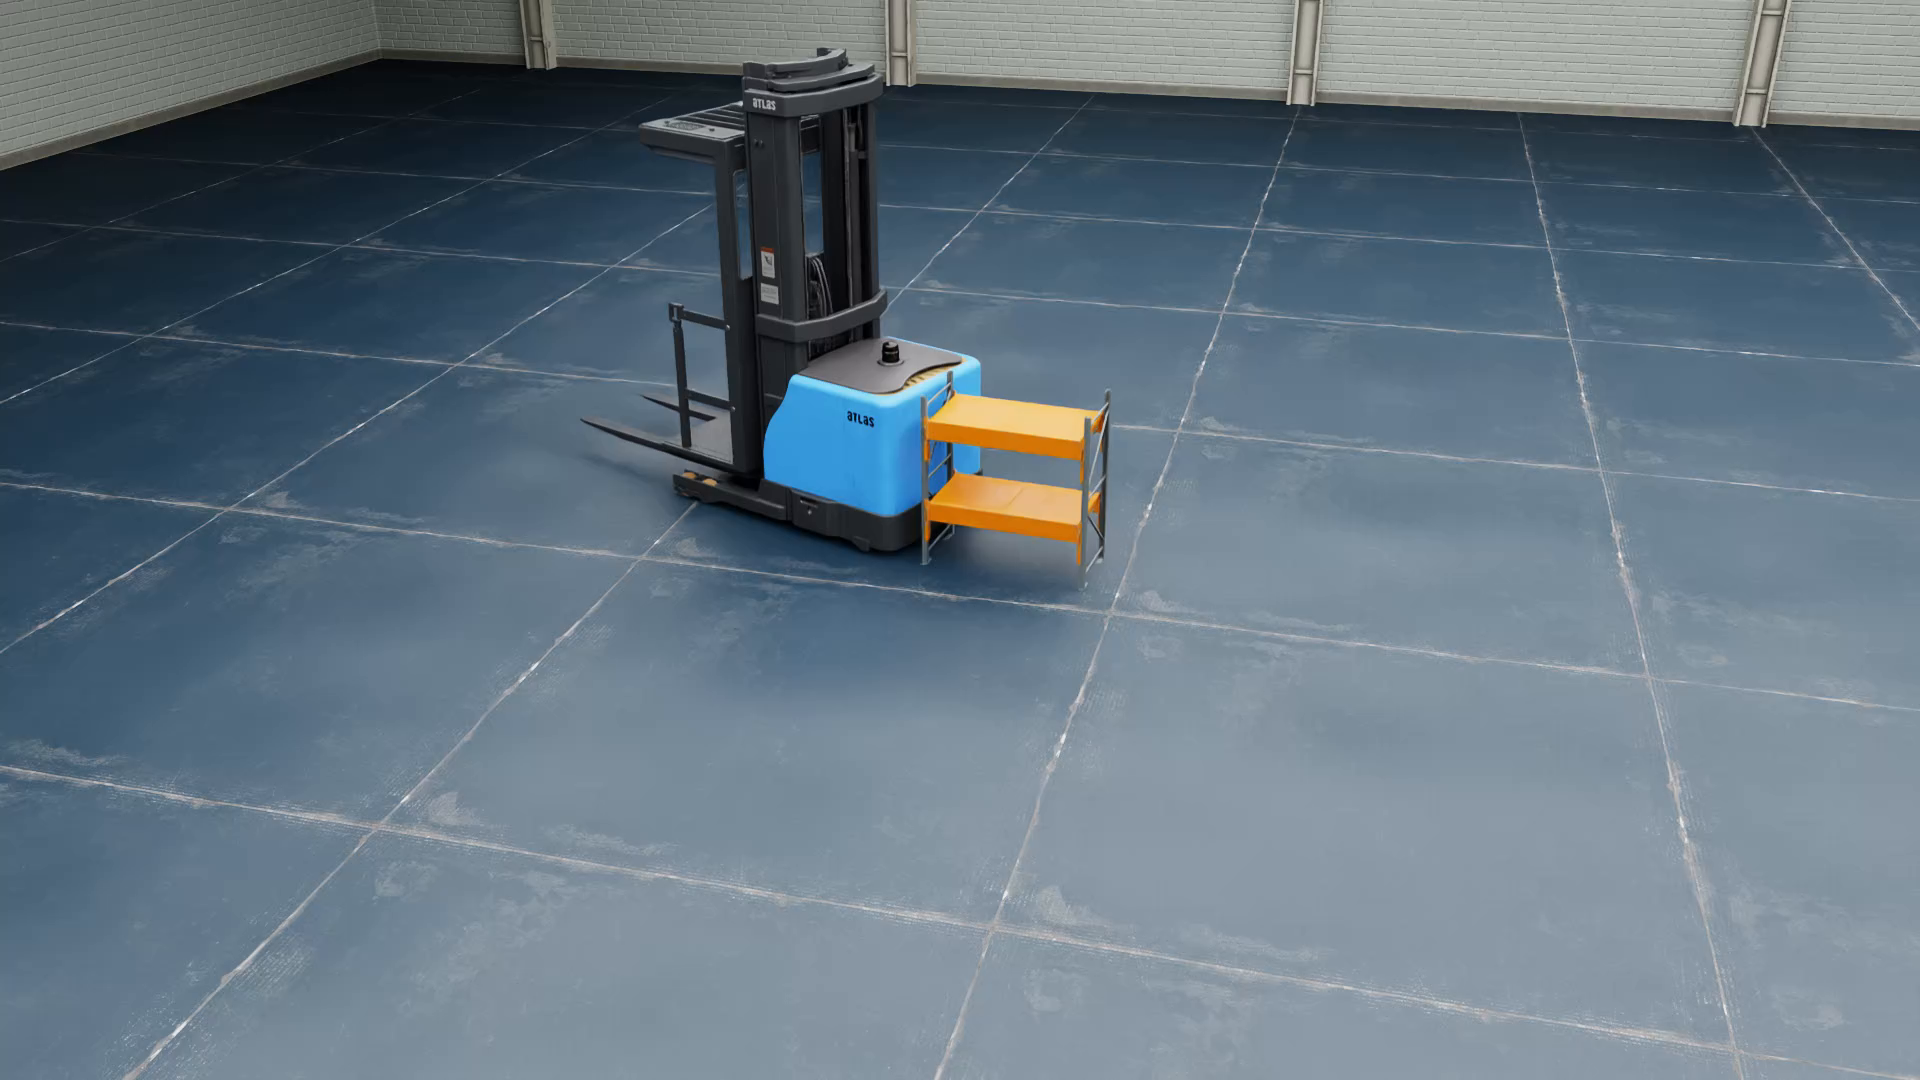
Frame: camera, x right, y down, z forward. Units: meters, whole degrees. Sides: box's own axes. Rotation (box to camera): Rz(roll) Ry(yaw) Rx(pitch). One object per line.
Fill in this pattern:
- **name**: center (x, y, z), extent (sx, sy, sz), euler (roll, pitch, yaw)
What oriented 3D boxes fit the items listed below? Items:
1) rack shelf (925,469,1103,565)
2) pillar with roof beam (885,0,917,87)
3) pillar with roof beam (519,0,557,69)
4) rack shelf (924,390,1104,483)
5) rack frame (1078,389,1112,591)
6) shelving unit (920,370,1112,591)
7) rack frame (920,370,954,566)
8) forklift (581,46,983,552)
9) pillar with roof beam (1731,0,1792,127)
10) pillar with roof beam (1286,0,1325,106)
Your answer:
- **rack shelf**: center (0.340, -0.152, 10.330), extent (1.000, 0.278, 0.538), euler (9, 27, 18)
- **pillar with roof beam**: center (-1.965, -9.212, 19.632), extent (0.400, 9.000, 9.100), euler (6, 26, 13)
- **pillar with roof beam**: center (-7.776, -9.855, 20.981), extent (0.400, 9.000, 9.100), euler (6, 26, 13)
- **rack shelf**: center (0.340, -0.637, 10.099), extent (1.000, 0.278, 0.538), euler (9, 27, 18)
- **rack frame**: center (0.818, -0.299, 10.069), extent (0.032, 1.125, 0.500), euler (9, 27, 18)
- **shelving unit**: center (0.340, -0.373, 10.225), extent (1.048, 1.125, 0.538), euler (9, 27, 18)
- **rack frame**: center (-0.138, -0.447, 10.381), extent (0.032, 1.125, 0.500), euler (9, 27, 18)
- **forklift**: center (-1.340, -1.735, 10.985), extent (3.031, 2.935, 1.130), euler (17, 31, 32)
- **pillar with roof beam**: center (9.657, -7.928, 16.933), extent (0.400, 9.000, 9.100), euler (6, 26, 13)
- **pillar with roof beam**: center (3.846, -8.570, 18.282), extent (0.400, 9.000, 9.100), euler (6, 26, 13)
